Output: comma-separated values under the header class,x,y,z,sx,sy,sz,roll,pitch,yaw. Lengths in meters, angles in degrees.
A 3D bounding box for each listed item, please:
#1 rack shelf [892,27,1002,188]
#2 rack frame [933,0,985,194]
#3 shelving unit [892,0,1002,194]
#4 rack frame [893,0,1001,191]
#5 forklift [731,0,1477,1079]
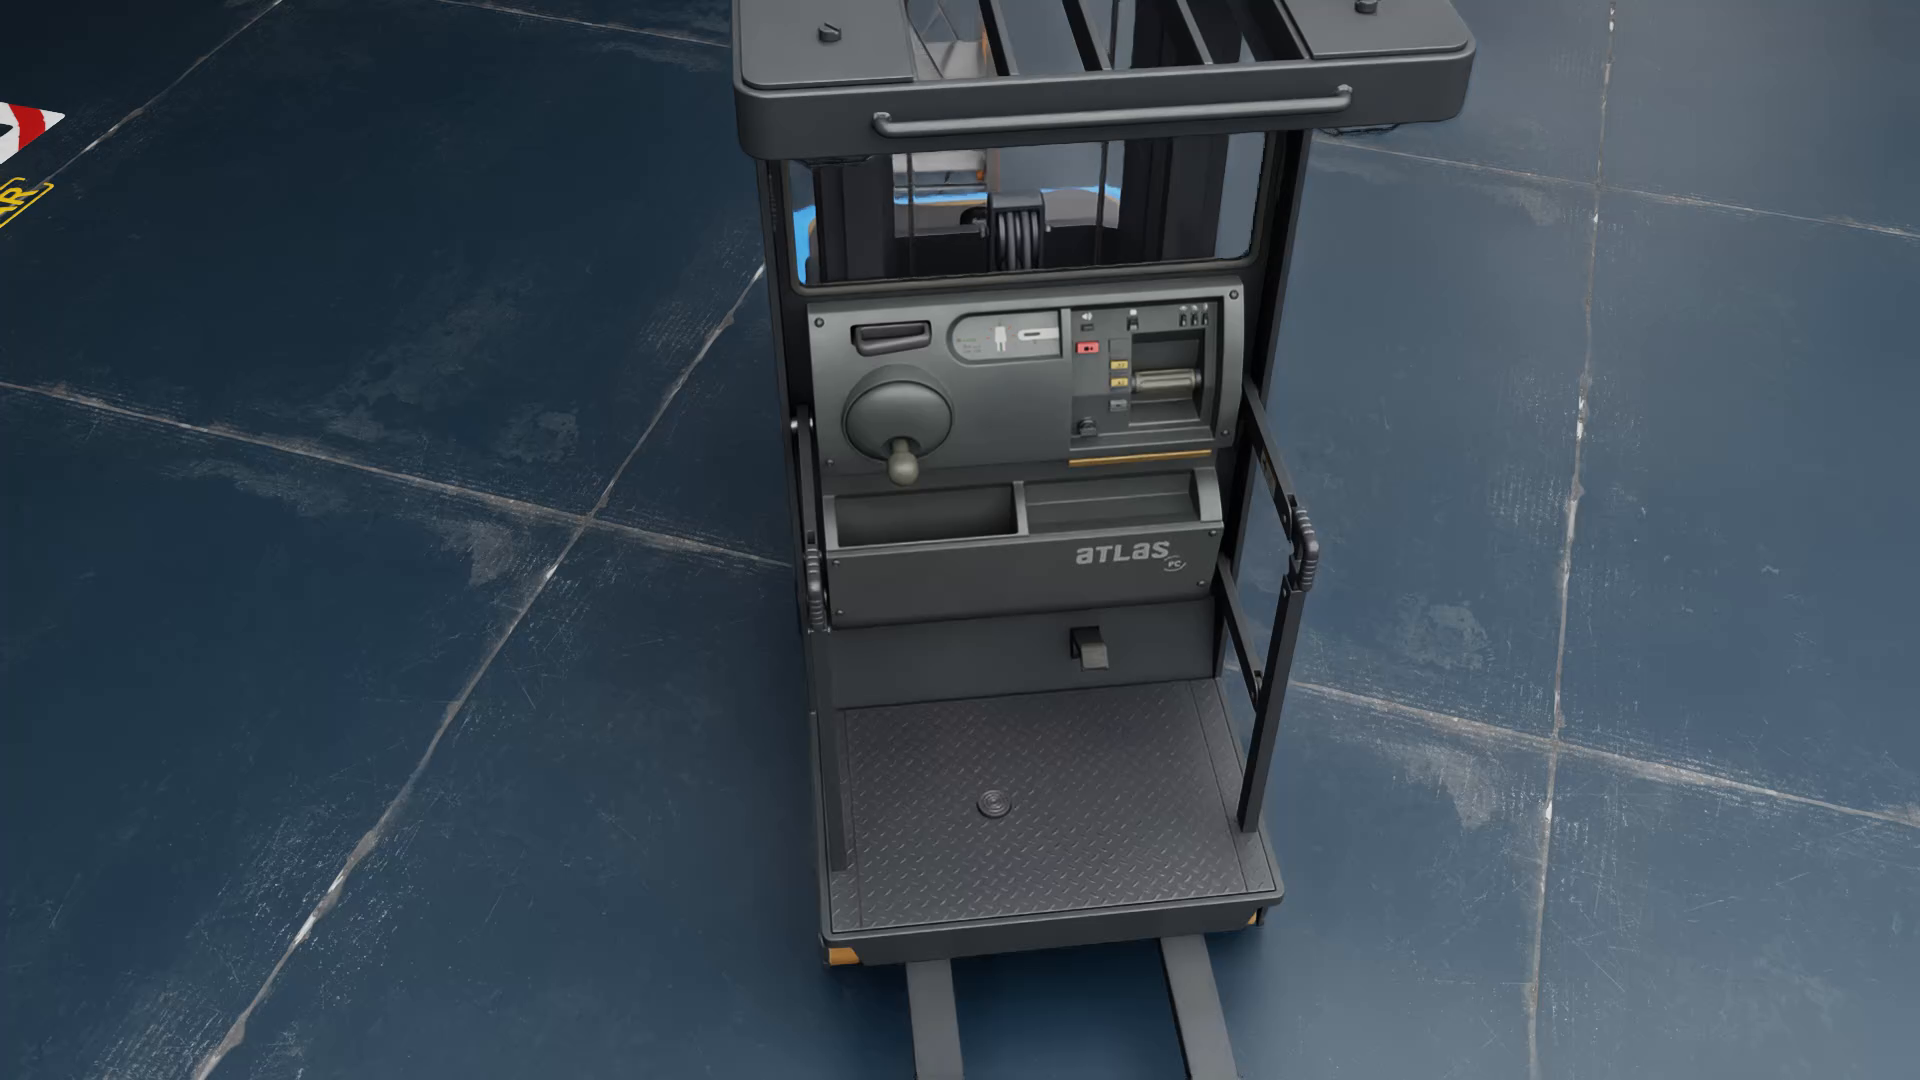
class,x,y,z,sx,sy,sz,roll,pitch,yaw
rack shelf,-0.106,-1.176,4.970,0.431,0.518,0.480,-2,44,-2
rack frame,-0.119,-1.356,5.135,0.400,2.100,0.015,-2,44,-2
shelving unit,-0.106,-1.186,4.961,0.431,2.100,0.503,-2,44,-2
rack frame,-0.092,-1.016,4.786,0.400,2.100,0.015,-2,44,-2
forklift,0.173,-0.248,3.408,1.130,2.935,3.031,-4,45,-5
